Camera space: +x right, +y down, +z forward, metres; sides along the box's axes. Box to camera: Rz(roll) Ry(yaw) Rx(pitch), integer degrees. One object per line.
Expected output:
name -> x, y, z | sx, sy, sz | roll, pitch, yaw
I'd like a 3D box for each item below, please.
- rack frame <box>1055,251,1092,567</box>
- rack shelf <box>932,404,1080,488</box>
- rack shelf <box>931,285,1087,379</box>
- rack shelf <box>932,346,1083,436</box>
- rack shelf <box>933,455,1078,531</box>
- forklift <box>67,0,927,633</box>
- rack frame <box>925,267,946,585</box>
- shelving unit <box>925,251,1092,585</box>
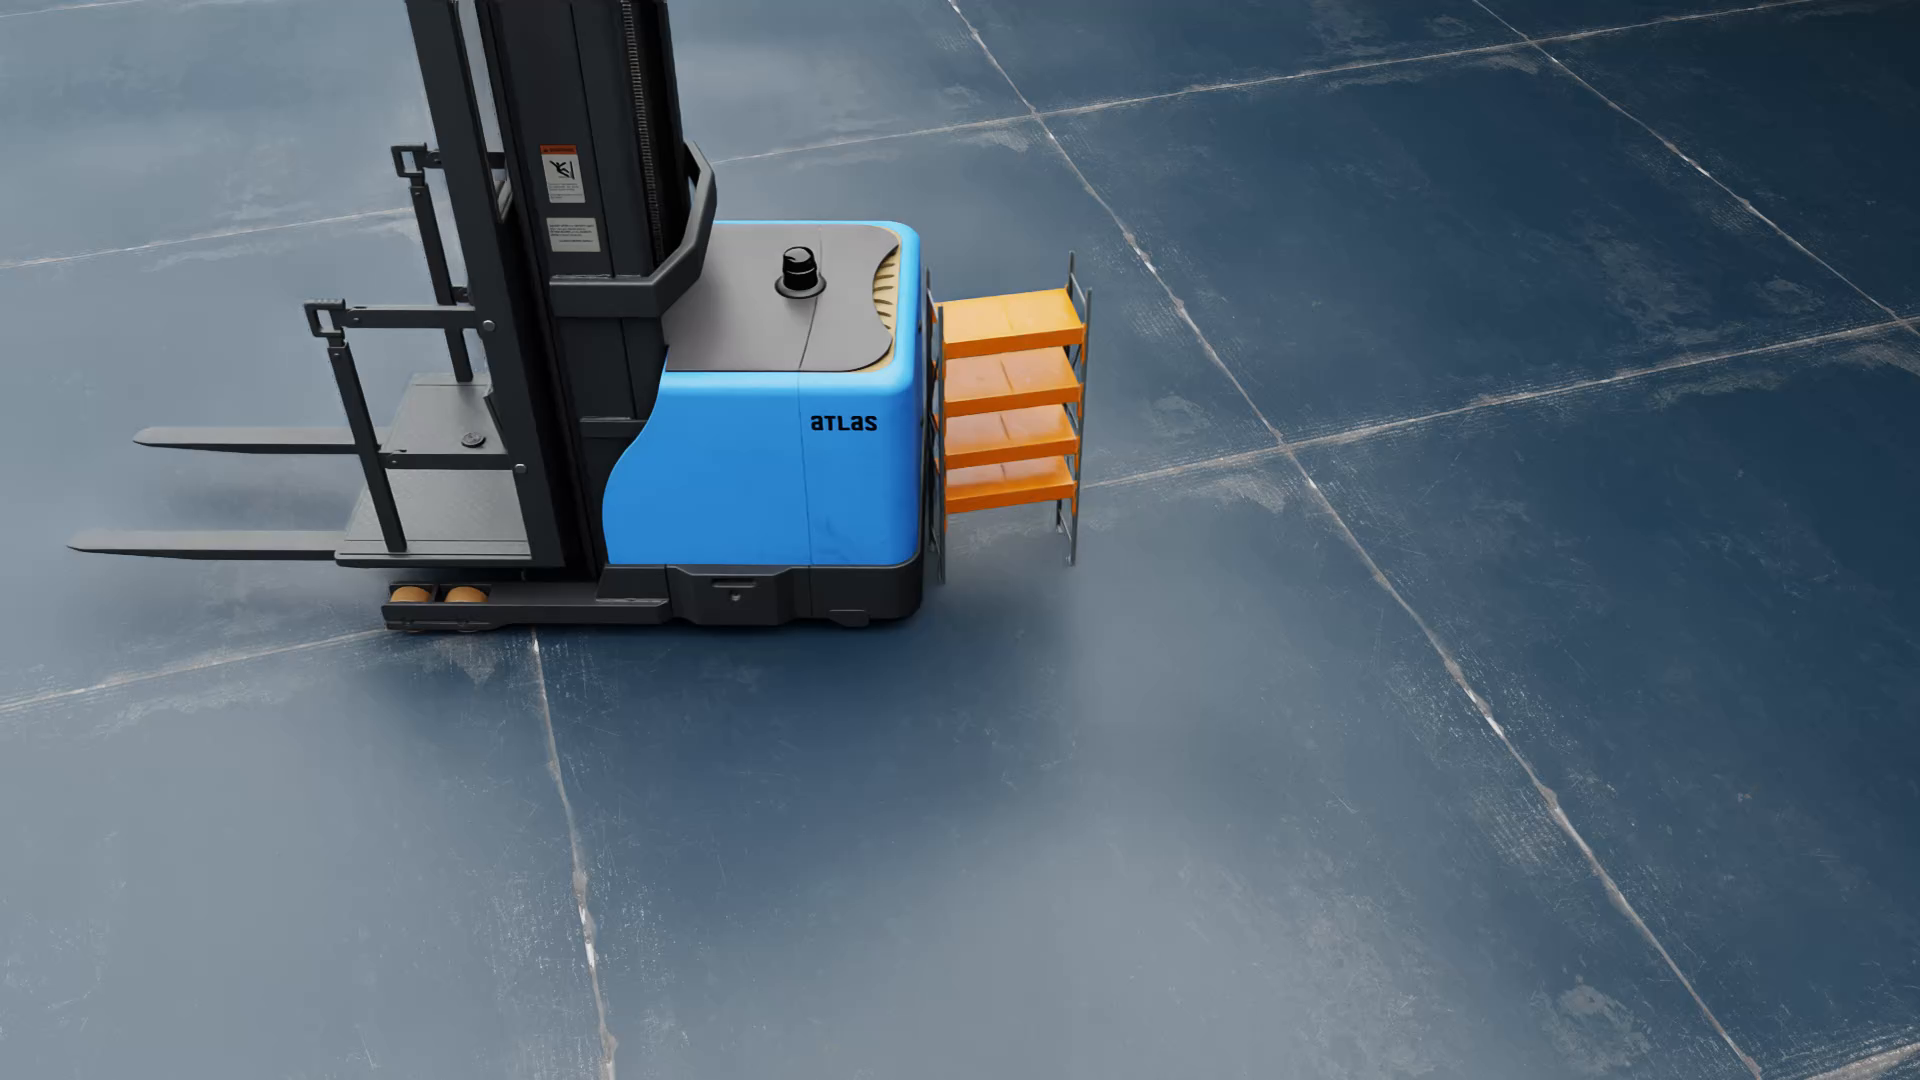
rack frame -> 0.394, -0.431, 5.831 | 0.015, 1.200, 0.240 | -8, 42, -9
rack shelf -> 0.155, -0.348, 5.839 | 0.480, 0.148, 0.258 | -8, 42, -9
rack shelf -> 0.155, -0.695, 5.536 | 0.480, 0.148, 0.258 | -8, 42, -9
rack shelf -> 0.155, -0.516, 5.691 | 0.480, 0.148, 0.258 | -8, 42, -9
rack shelf -> 0.155, -0.198, 5.969 | 0.480, 0.148, 0.258 | -8, 42, -9
forklift -> -1.647, -1.126, 5.311 | 3.031, 2.935, 1.130 | 0, 41, 0
rack frame -> -0.084, -0.366, 5.757 | 0.015, 1.200, 0.240 | -8, 42, -9
shelving unit -> 0.155, -0.399, 5.794 | 0.503, 1.200, 0.258 | -8, 42, -9
